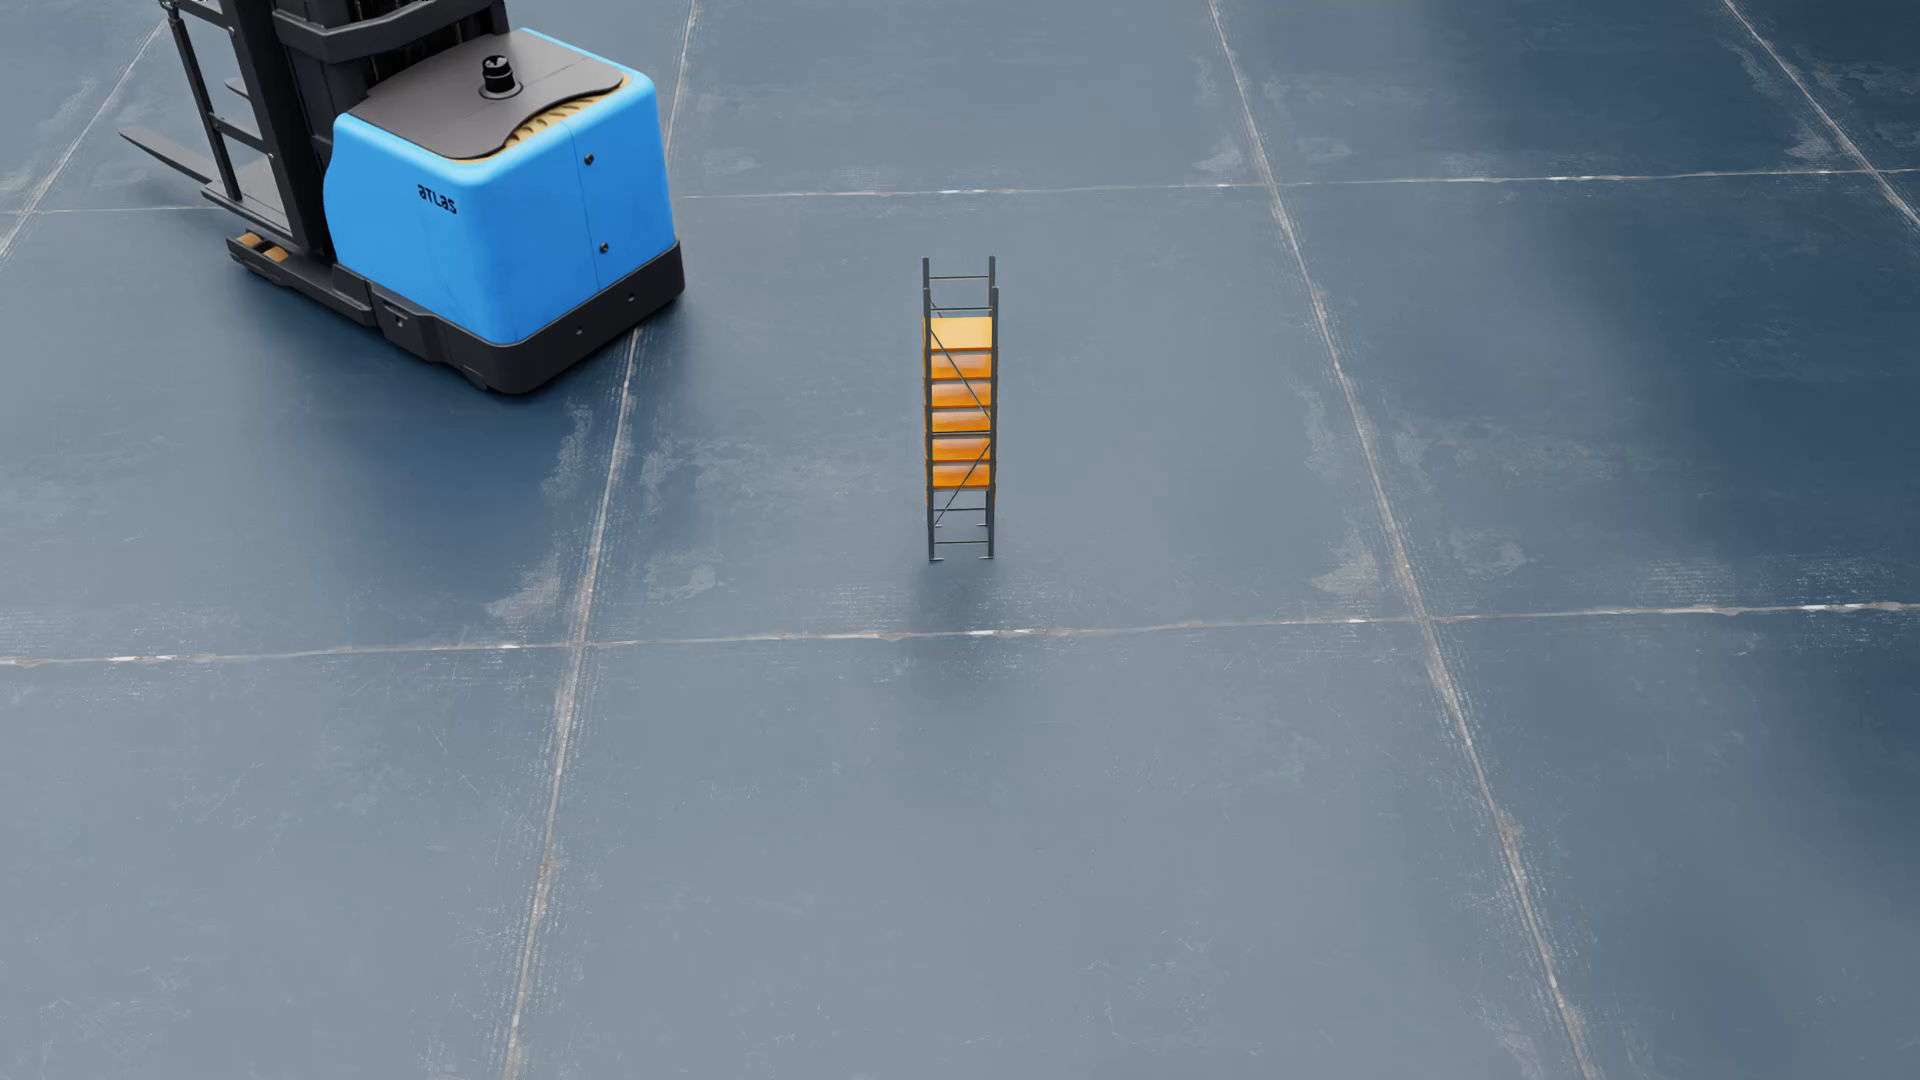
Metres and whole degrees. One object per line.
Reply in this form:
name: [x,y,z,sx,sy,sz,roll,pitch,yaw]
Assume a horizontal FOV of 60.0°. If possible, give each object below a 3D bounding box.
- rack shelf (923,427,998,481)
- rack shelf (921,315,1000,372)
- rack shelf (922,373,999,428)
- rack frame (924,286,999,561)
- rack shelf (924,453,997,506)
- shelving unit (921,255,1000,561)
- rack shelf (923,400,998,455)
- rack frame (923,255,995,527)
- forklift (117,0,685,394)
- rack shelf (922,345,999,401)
rack shelf: [0.001,-0.311,5.945,0.258,0.103,0.180,-2,43,-2]
rack shelf: [0.001,-0.665,5.621,0.258,0.103,0.180,-2,43,-2]
rack shelf: [0.001,-0.488,5.783,0.258,0.103,0.180,-2,43,-2]
rack frame: [0.005,-0.371,5.767,0.240,1.200,0.006,-2,43,-2]
rack shelf: [0.001,-0.223,6.026,0.258,0.103,0.180,-2,43,-2]
shelving unit: [0.001,-0.433,5.834,0.258,1.200,0.189,-2,43,-2]
rack shelf: [0.001,-0.400,5.864,0.258,0.103,0.180,-2,43,-2]
rack frame: [-0.003,-0.494,5.901,0.240,1.200,0.006,-2,43,-2]
forklift: [-2.702,-2.491,6.798,3.031,2.935,1.130,27,49,26]
rack shelf: [0.001,-0.577,5.702,0.258,0.103,0.180,-2,43,-2]
